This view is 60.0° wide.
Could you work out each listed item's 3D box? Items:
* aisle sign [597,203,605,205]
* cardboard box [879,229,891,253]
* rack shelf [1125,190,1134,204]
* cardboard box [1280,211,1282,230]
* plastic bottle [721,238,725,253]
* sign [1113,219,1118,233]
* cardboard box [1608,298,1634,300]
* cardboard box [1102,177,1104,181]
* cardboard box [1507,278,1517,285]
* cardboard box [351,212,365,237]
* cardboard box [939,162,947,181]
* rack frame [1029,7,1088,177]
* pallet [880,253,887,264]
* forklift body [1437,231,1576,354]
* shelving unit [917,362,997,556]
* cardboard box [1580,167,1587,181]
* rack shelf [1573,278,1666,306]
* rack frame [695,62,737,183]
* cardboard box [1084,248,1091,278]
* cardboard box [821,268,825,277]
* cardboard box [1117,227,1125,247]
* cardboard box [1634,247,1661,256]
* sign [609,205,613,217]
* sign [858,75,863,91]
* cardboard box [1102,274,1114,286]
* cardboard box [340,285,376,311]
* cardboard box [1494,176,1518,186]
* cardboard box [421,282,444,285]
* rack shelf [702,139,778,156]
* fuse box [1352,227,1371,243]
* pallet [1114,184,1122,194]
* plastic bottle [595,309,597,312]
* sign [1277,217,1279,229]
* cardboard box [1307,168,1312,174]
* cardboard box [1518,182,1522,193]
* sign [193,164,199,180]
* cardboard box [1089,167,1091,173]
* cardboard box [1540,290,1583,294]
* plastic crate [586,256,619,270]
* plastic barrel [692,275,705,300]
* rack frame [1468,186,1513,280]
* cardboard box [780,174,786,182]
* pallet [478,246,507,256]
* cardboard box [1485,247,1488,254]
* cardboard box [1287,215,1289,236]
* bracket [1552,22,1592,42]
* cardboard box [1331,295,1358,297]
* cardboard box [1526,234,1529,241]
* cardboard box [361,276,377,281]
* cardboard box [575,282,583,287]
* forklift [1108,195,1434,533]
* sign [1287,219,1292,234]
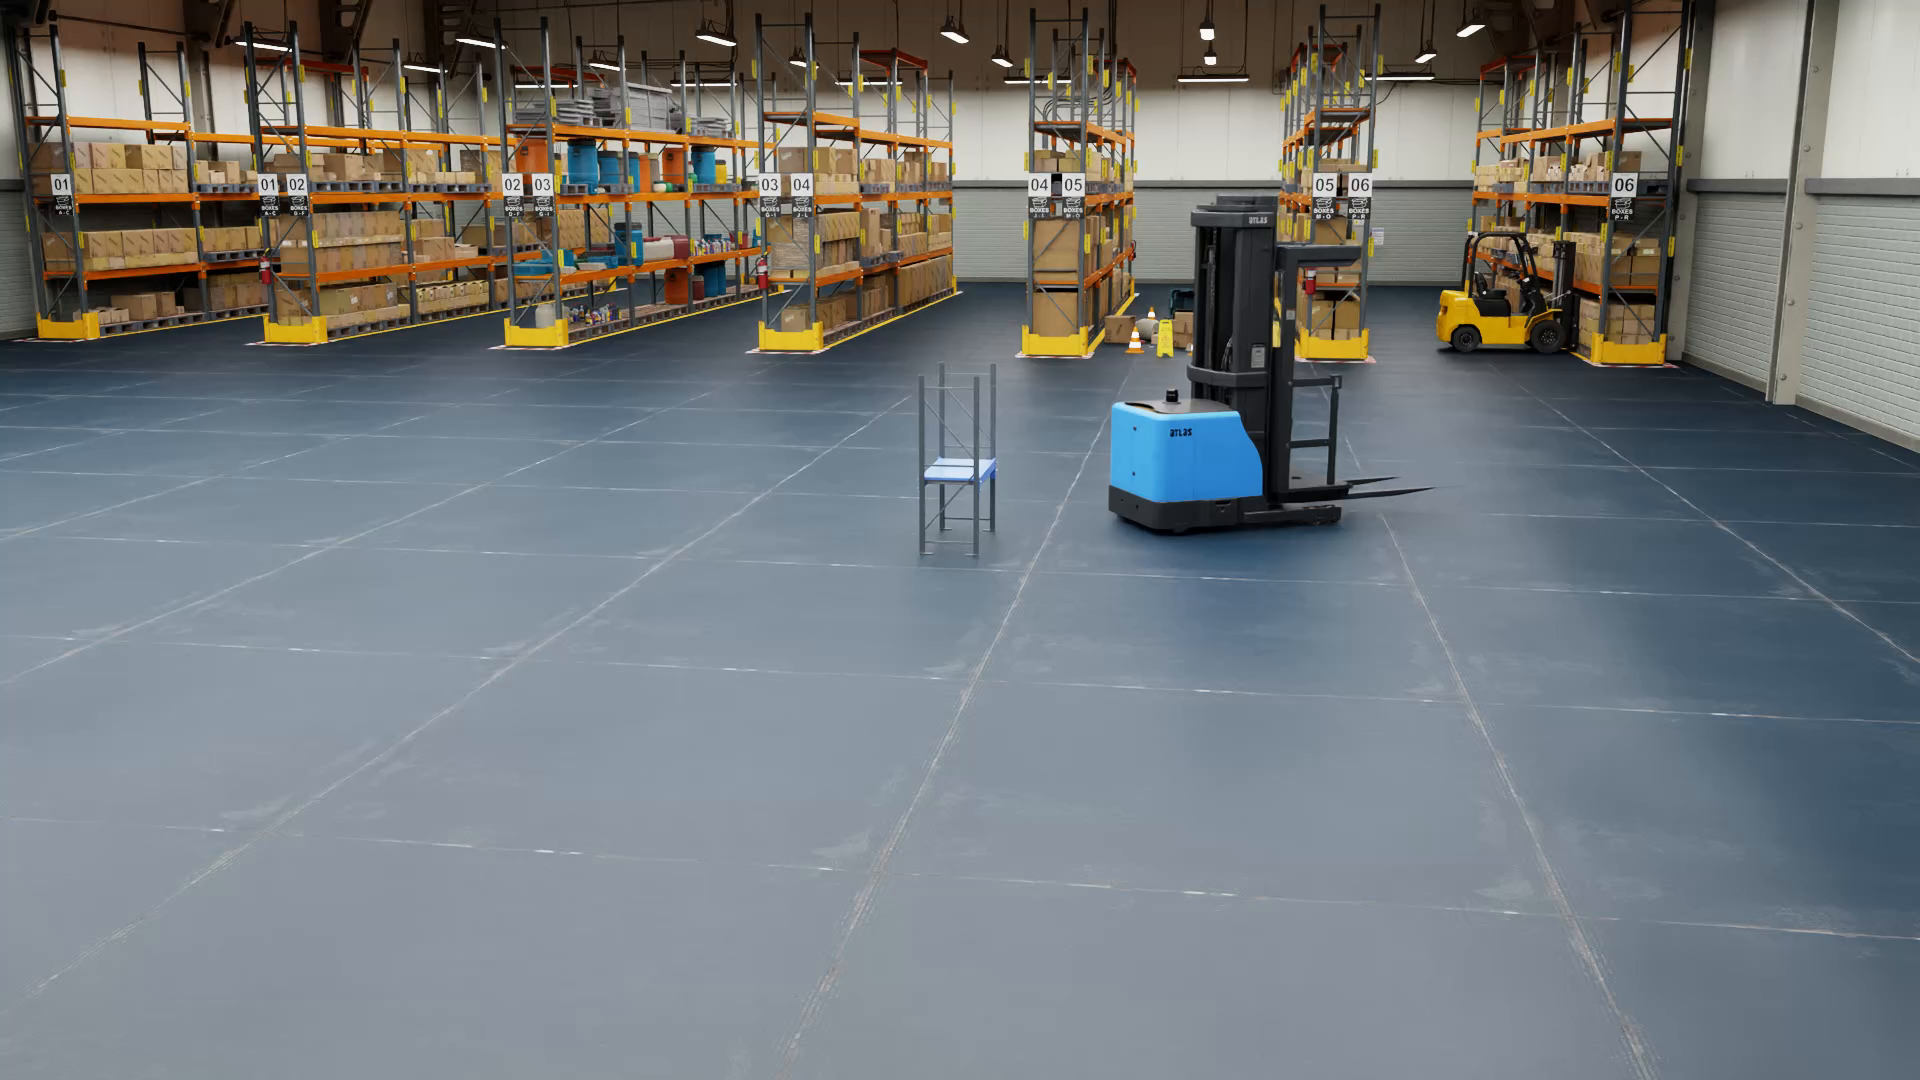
[{"bbox_3d":[-10.178,-9.950,47.374,0.394,0.787,0.004,2,12,9],"label":"aisle sign"},{"bbox_3d":[-1.964,-6.709,37.271,0.700,0.500,0.500,4,13,17],"label":"cardboard box"},{"bbox_3d":[3.875,-8.870,43.120,1.077,0.370,4.000,2,12,9],"label":"rack shelf"},{"bbox_3d":[8.661,-8.372,43.609,0.500,0.500,0.500,2,12,7],"label":"cardboard box"},{"bbox_3d":[-6.030,-7.455,42.084,0.144,0.351,0.185,2,12,9],"label":"plastic bottle"},{"bbox_3d":[3.501,-7.055,37.362,0.100,0.325,0.005,2,12,9],"label":"sign"},{"bbox_3d":[12.041,-4.300,30.482,0.500,0.250,0.500,2,12,8],"label":"cardboard box"},{"bbox_3d":[2.809,-7.555,34.671,0.380,0.149,0.250,2,12,9],"label":"cardboard box"},{"bbox_3d":[12.922,-6.000,38.613,0.380,0.149,0.250,2,12,11],"label":"cardboard box"},{"bbox_3d":[-12.630,-6.454,34.006,0.700,0.500,0.500,2,12,9],"label":"cardboard box"},{"bbox_3d":[-0.730,-10.013,45.244,0.700,0.500,0.500,1,12,5],"label":"cardboard box"},{"bbox_3d":[1.722,-7.774,29.205,1.000,3.000,0.127,2,12,9],"label":"rack frame"},{"bbox_3d":[-2.197,-6.181,36.510,1.003,0.211,1.213,2,12,9],"label":"pallet"},{"bbox_3d":[10.023,-4.581,30.643,2.313,2.155,1.214,2,12,9],"label":"forklift body"},{"bbox_3d":[-0.013,-0.715,14.253,0.538,1.500,1.048,2,12,9],"label":"shelving unit"},{"bbox_3d":[11.621,-6.730,30.567,0.396,0.266,0.258,2,12,7],"label":"cardboard box"},{"bbox_3d":[11.841,-4.606,30.456,1.077,0.370,4.000,2,12,9],"label":"rack shelf"},{"bbox_3d":[-6.212,-10.614,42.384,1.000,3.000,0.127,2,12,9],"label":"rack frame"},{"bbox_3d":[2.007,-5.221,31.243,0.875,0.550,0.550,2,12,9],"label":"cardboard box"},{"bbox_3d":[-2.774,-5.055,31.424,0.380,0.149,0.250,2,12,9],"label":"cardboard box"},{"bbox_3d":[3.892,-7.628,41.827,0.500,0.500,0.500,2,12,8],"label":"cardboard box"},{"bbox_3d":[11.842,-4.970,28.658,0.380,0.149,0.250,2,12,7],"label":"cardboard box"},{"bbox_3d":[-9.945,-9.374,47.370,0.100,0.325,0.005,2,12,9],"label":"sign"},{"bbox_3d":[-2.015,-9.262,33.706,0.100,0.325,0.005,2,12,9],"label":"sign"},{"bbox_3d":[3.297,-5.992,38.334,0.500,0.250,0.500,1,12,6],"label":"cardboard box"},{"bbox_3d":[-12.416,-4.989,34.273,0.500,0.500,0.500,2,12,9],"label":"cardboard box"},{"bbox_3d":[13.206,-8.687,40.211,0.500,0.250,0.500,2,12,9],"label":"cardboard box"},{"bbox_3d":[-12.245,-5.830,38.625,0.500,0.311,0.500,2,12,7],"label":"cardboard box"},{"bbox_3d":[-5.905,-10.483,44.434,1.077,0.370,4.000,2,12,9],"label":"rack shelf"},{"bbox_3d":[11.987,-8.479,49.775,0.539,1.711,0.414,2,12,9],"label":"fuse box"},{"bbox_3d":[2.906,-7.745,36.639,1.213,0.211,1.003,2,12,11],"label":"pallet"},{"bbox_3d":[-7.470,-4.622,34.225,0.061,0.283,0.133,2,12,9],"label":"plastic bottle"},{"bbox_3d":[8.542,-8.514,44.635,0.100,0.325,0.005,2,12,9],"label":"sign"},{"bbox_3d":[6.591,-6.835,30.674,0.380,0.149,0.250,2,12,10],"label":"cardboard box"},{"bbox_3d":[12.680,-7.819,36.893,0.500,0.250,0.500,2,12,9],"label":"cardboard box"},{"bbox_3d":[-16.694,-8.040,36.334,0.100,0.325,0.005,2,12,9],"label":"sign"},{"bbox_3d":[2.126,-6.832,30.369,0.500,0.250,0.500,2,12,8],"label":"cardboard box"},{"bbox_3d":[12.459,-4.846,34.498,0.875,0.625,0.625,1,12,6],"label":"cardboard box"},{"bbox_3d":[-7.344,-5.704,34.195,0.499,0.251,0.616,2,12,9],"label":"plastic crate"},{"bbox_3d":[-6.595,-6.213,40.928,0.600,0.588,0.708,2,12,9],"label":"plastic barrel"},{"bbox_3d":[13.994,-7.872,43.903,1.000,3.000,0.127,2,12,9],"label":"rack frame"},{"bbox_3d":[-3.429,-6.679,30.653,0.380,0.149,0.250,2,12,9],"label":"cardboard box"},{"bbox_3d":[-11.686,-7.060,40.586,1.213,0.211,1.003,2,12,9],"label":"pallet"},{"bbox_3d":[13.292,-7.209,41.421,0.380,0.149,0.250,2,12,8],"label":"cardboard box"},{"bbox_3d":[7.919,-7.336,38.804,0.500,0.500,0.500,2,12,8],"label":"cardboard box"},{"bbox_3d":[13.563,-11.233,36.712,0.076,0.066,4.783,2,12,9],"label":"bracket"},{"bbox_3d":[7.190,-4.307,31.107,0.500,0.500,0.500,2,12,10],"label":"cardboard box"},{"bbox_3d":[12.424,-6.516,35.833,0.380,0.149,0.250,2,12,10],"label":"cardboard box"},{"bbox_3d":[-15.973,-7.017,44.041,0.750,0.750,0.750,2,12,9],"label":"cardboard box"},{"bbox_3d":[-10.822,-7.229,45.797,0.797,0.503,0.637,2,12,9],"label":"cardboard box"},{"bbox_3d":[2.951,-1.663,15.253,3.031,2.935,1.130,-4,13,-20],"label":"forklift"},{"bbox_3d":[7.310,-6.950,36.876,0.100,0.325,0.005,2,12,9],"label":"sign"}]
